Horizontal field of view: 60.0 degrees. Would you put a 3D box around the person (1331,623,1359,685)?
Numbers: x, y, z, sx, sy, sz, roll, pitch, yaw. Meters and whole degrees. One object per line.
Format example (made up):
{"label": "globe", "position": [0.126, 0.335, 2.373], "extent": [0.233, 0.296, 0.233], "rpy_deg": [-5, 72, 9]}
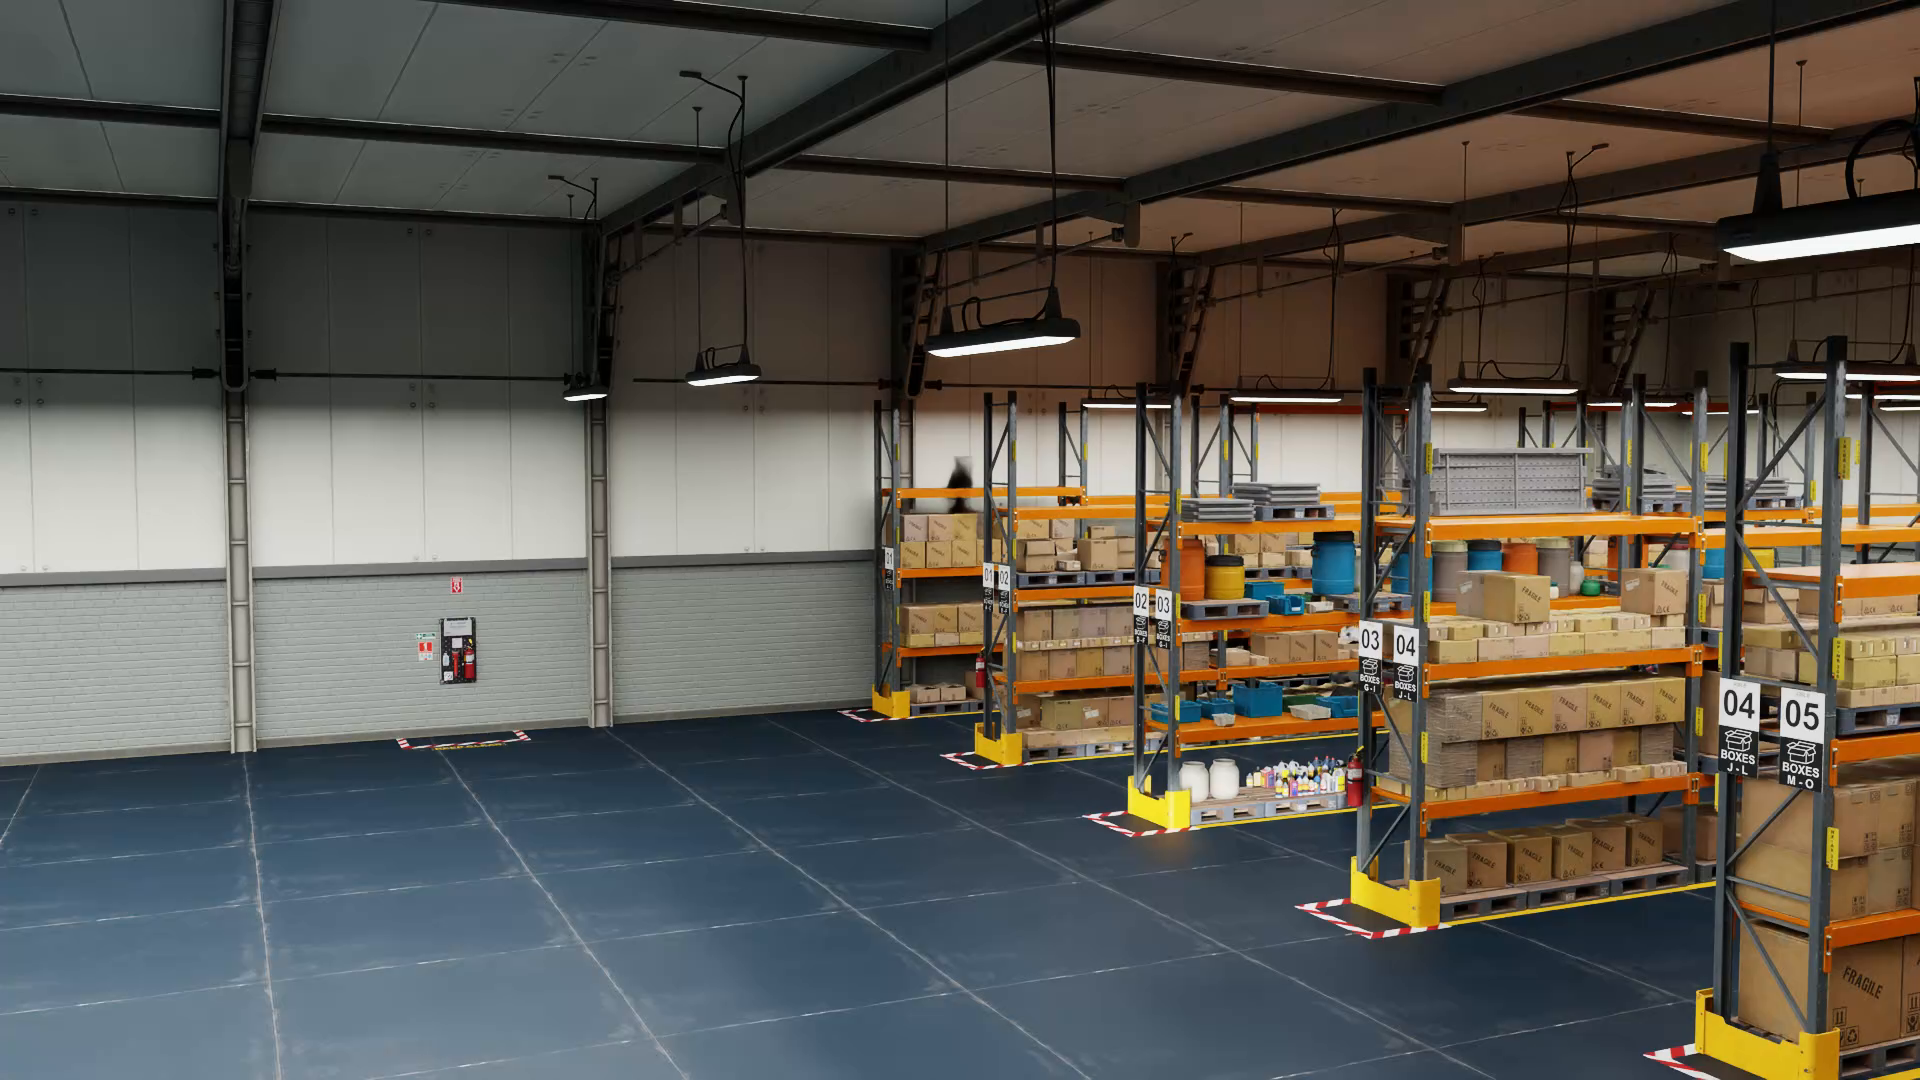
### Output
{"label": "person", "position": [7.715, 2.360, 33.160], "extent": [0.736, 1.820, 0.636], "rpy_deg": [-2, 4, -34]}

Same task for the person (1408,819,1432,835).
{"label": "person", "position": [6.149, 3.073, 21.973], "extent": [0.637, 1.688, 0.814], "rpy_deg": [-1, 3, -18]}
